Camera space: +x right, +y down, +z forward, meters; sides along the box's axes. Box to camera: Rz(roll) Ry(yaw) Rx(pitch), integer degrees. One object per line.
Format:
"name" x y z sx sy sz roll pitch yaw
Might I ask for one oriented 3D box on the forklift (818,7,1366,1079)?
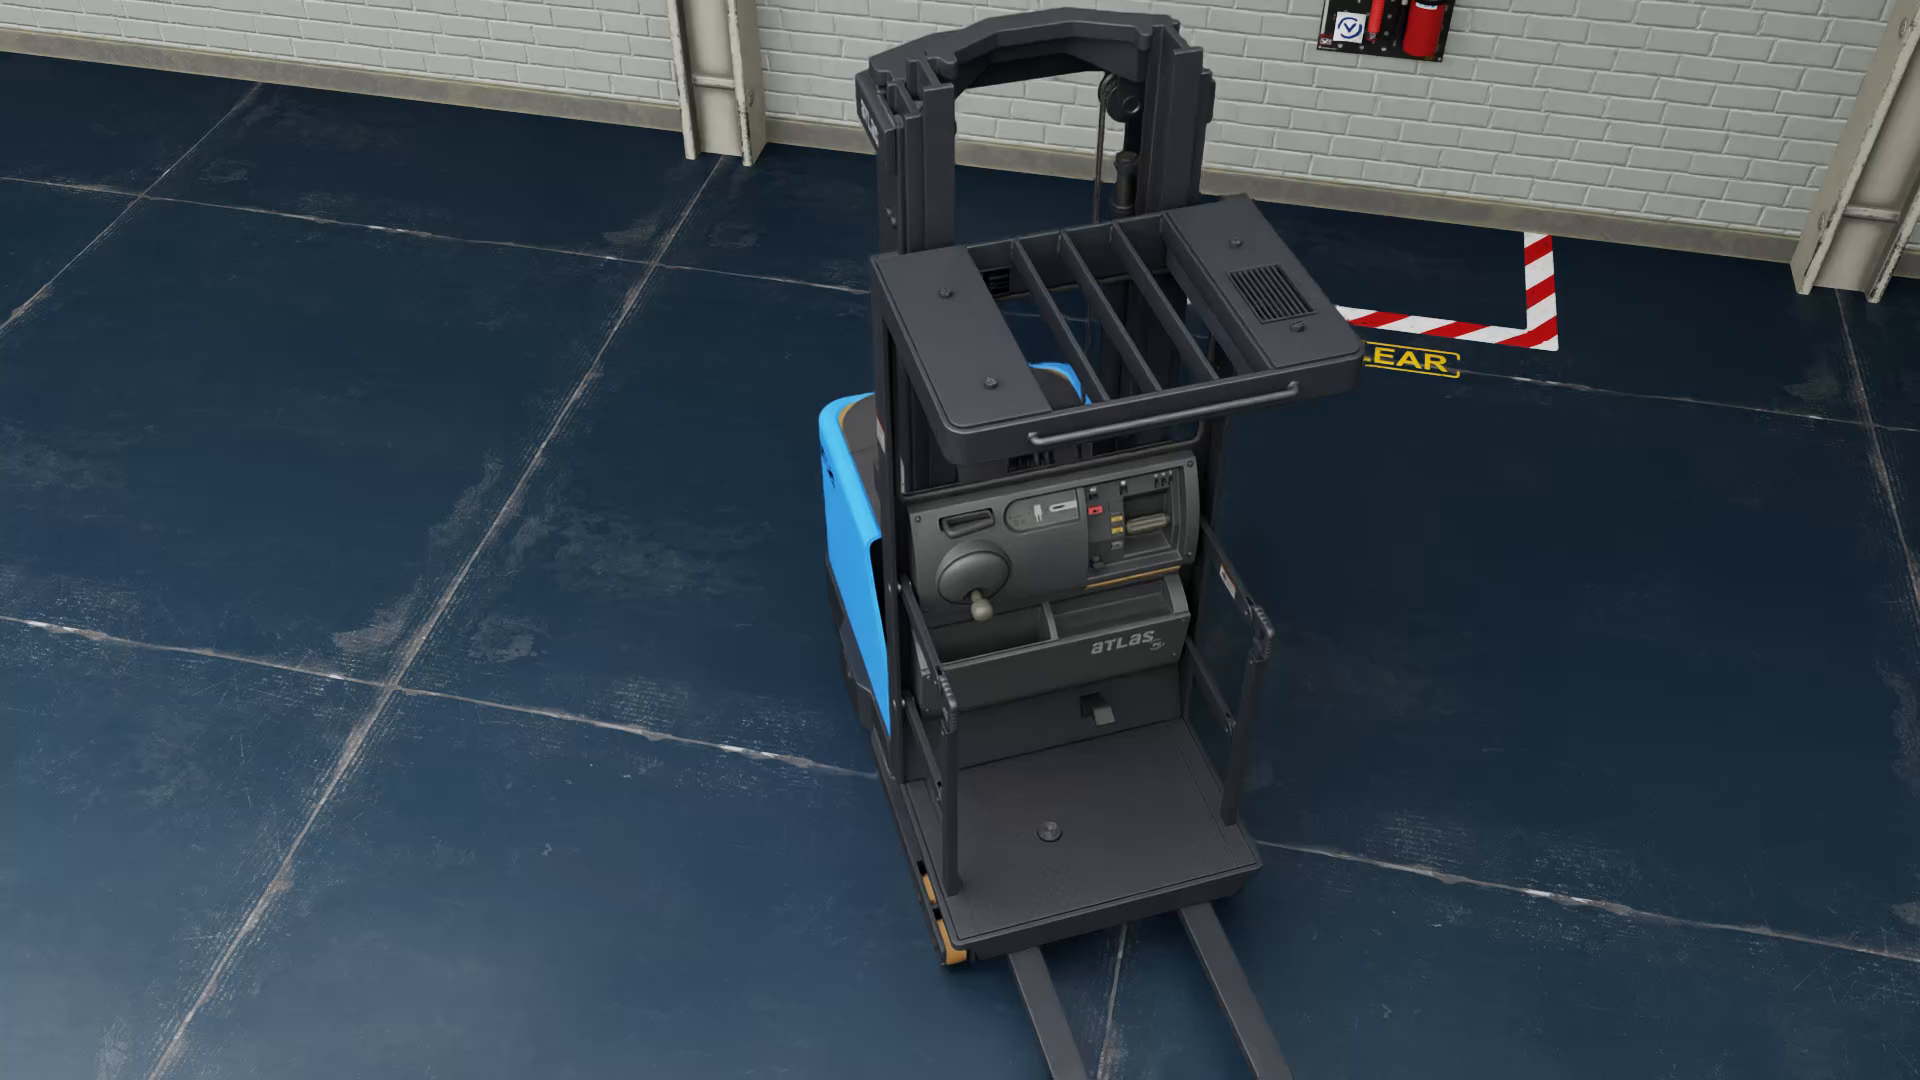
"forklift" 0.365 0.083 5.010 1.130 2.935 3.031 -12 45 -12

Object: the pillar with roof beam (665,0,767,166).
"pillar with roof beam" -2.276 -2.576 3.397 0.400 9.000 9.100 9 45 9

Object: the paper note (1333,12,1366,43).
"paper note" 1.959 -2.576 8.358 0.142 0.148 0.016 9 45 9

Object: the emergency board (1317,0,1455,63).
"emergency board" 2.116 -2.820 7.976 0.643 1.169 0.194 9 45 9

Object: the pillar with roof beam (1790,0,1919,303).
"pillar with roof beam" 3.580 -1.668 2.454 0.400 9.000 9.100 9 45 9
